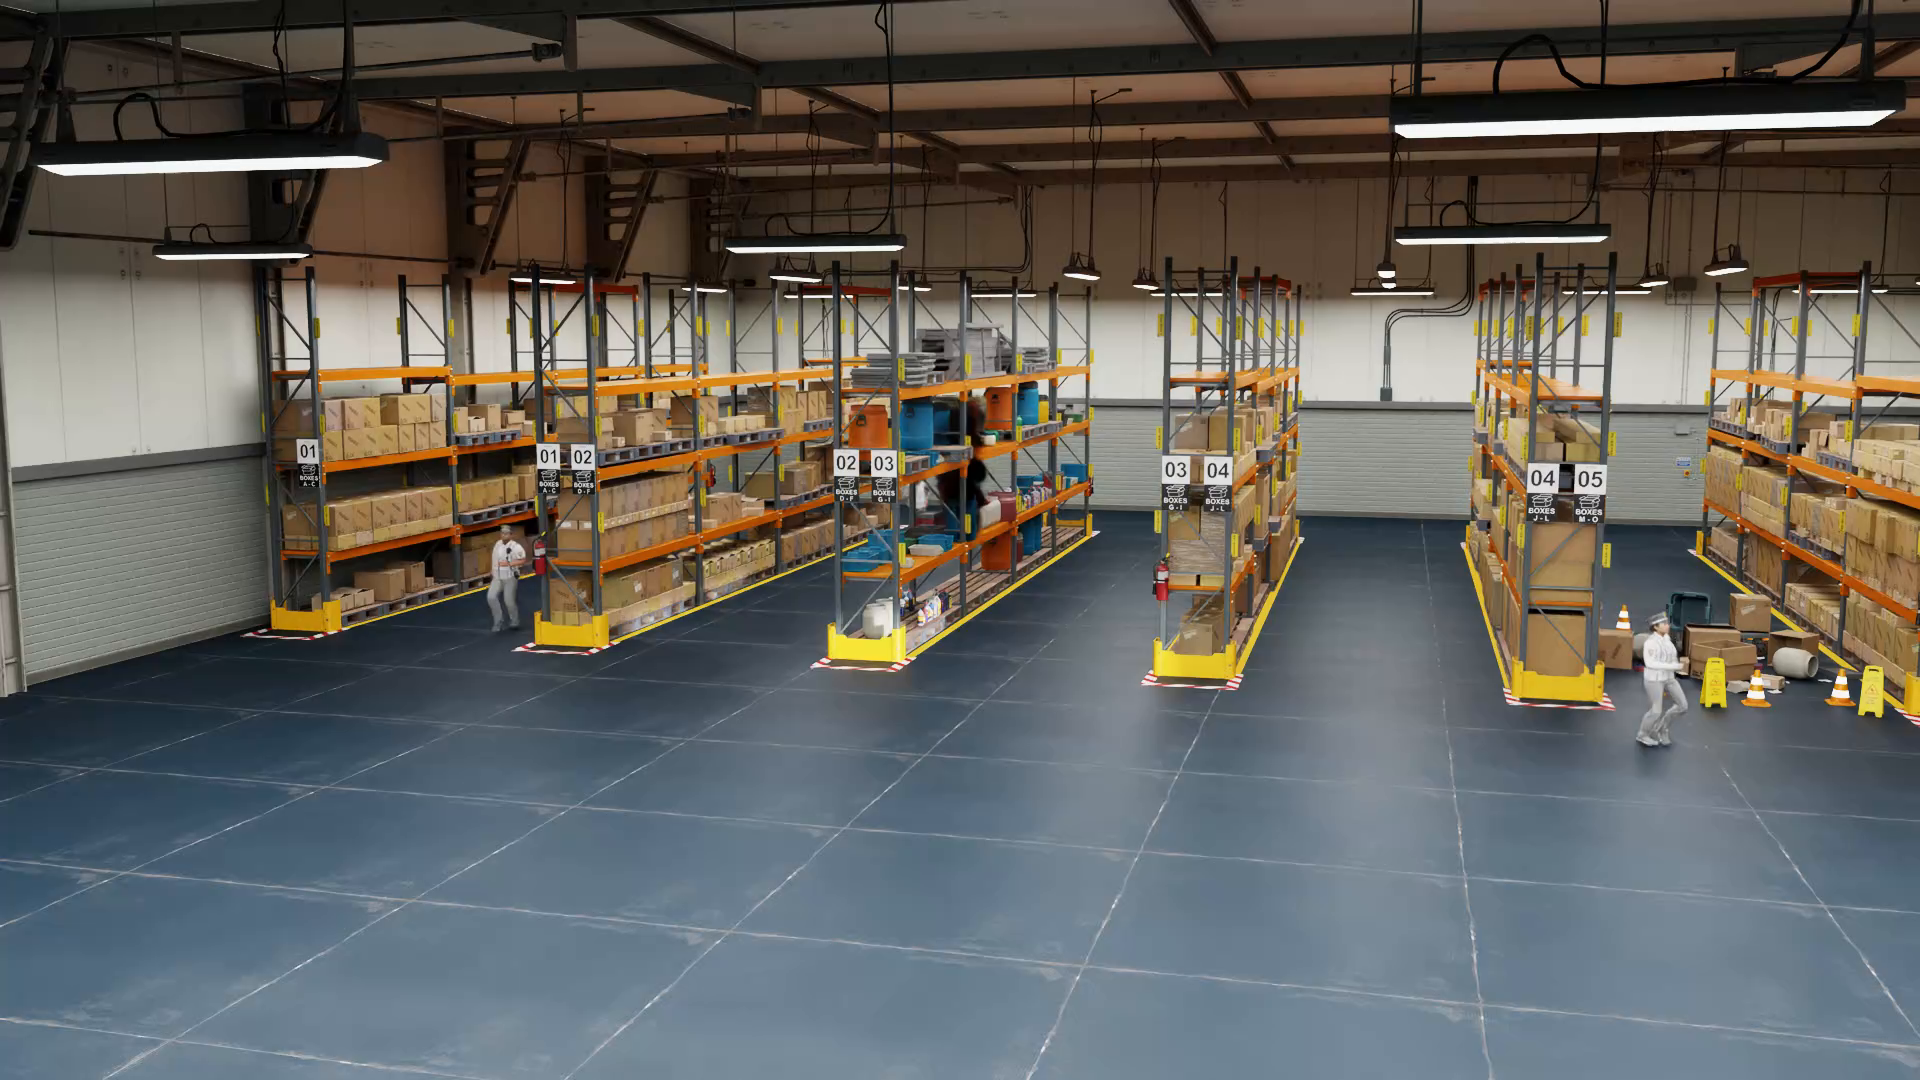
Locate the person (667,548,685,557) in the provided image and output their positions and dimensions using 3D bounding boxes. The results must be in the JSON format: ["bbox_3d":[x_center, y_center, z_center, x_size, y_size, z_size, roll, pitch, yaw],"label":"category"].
[{"bbox_3d":[-6.072,-0.295,35.365,0.570,1.723,0.792,0,7,3],"label":"person"}]

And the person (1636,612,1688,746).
[{"bbox_3d":[8.364,1.665,19.851,0.592,1.662,0.586,-4,8,-29],"label":"person"}]

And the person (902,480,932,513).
[{"bbox_3d":[-0.996,-0.718,38.153,0.648,1.825,0.858,1,7,10],"label":"person"}]

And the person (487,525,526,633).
[{"bbox_3d":[-7.524,0.639,27.618,0.721,1.818,0.703,2,8,15],"label":"person"}]
